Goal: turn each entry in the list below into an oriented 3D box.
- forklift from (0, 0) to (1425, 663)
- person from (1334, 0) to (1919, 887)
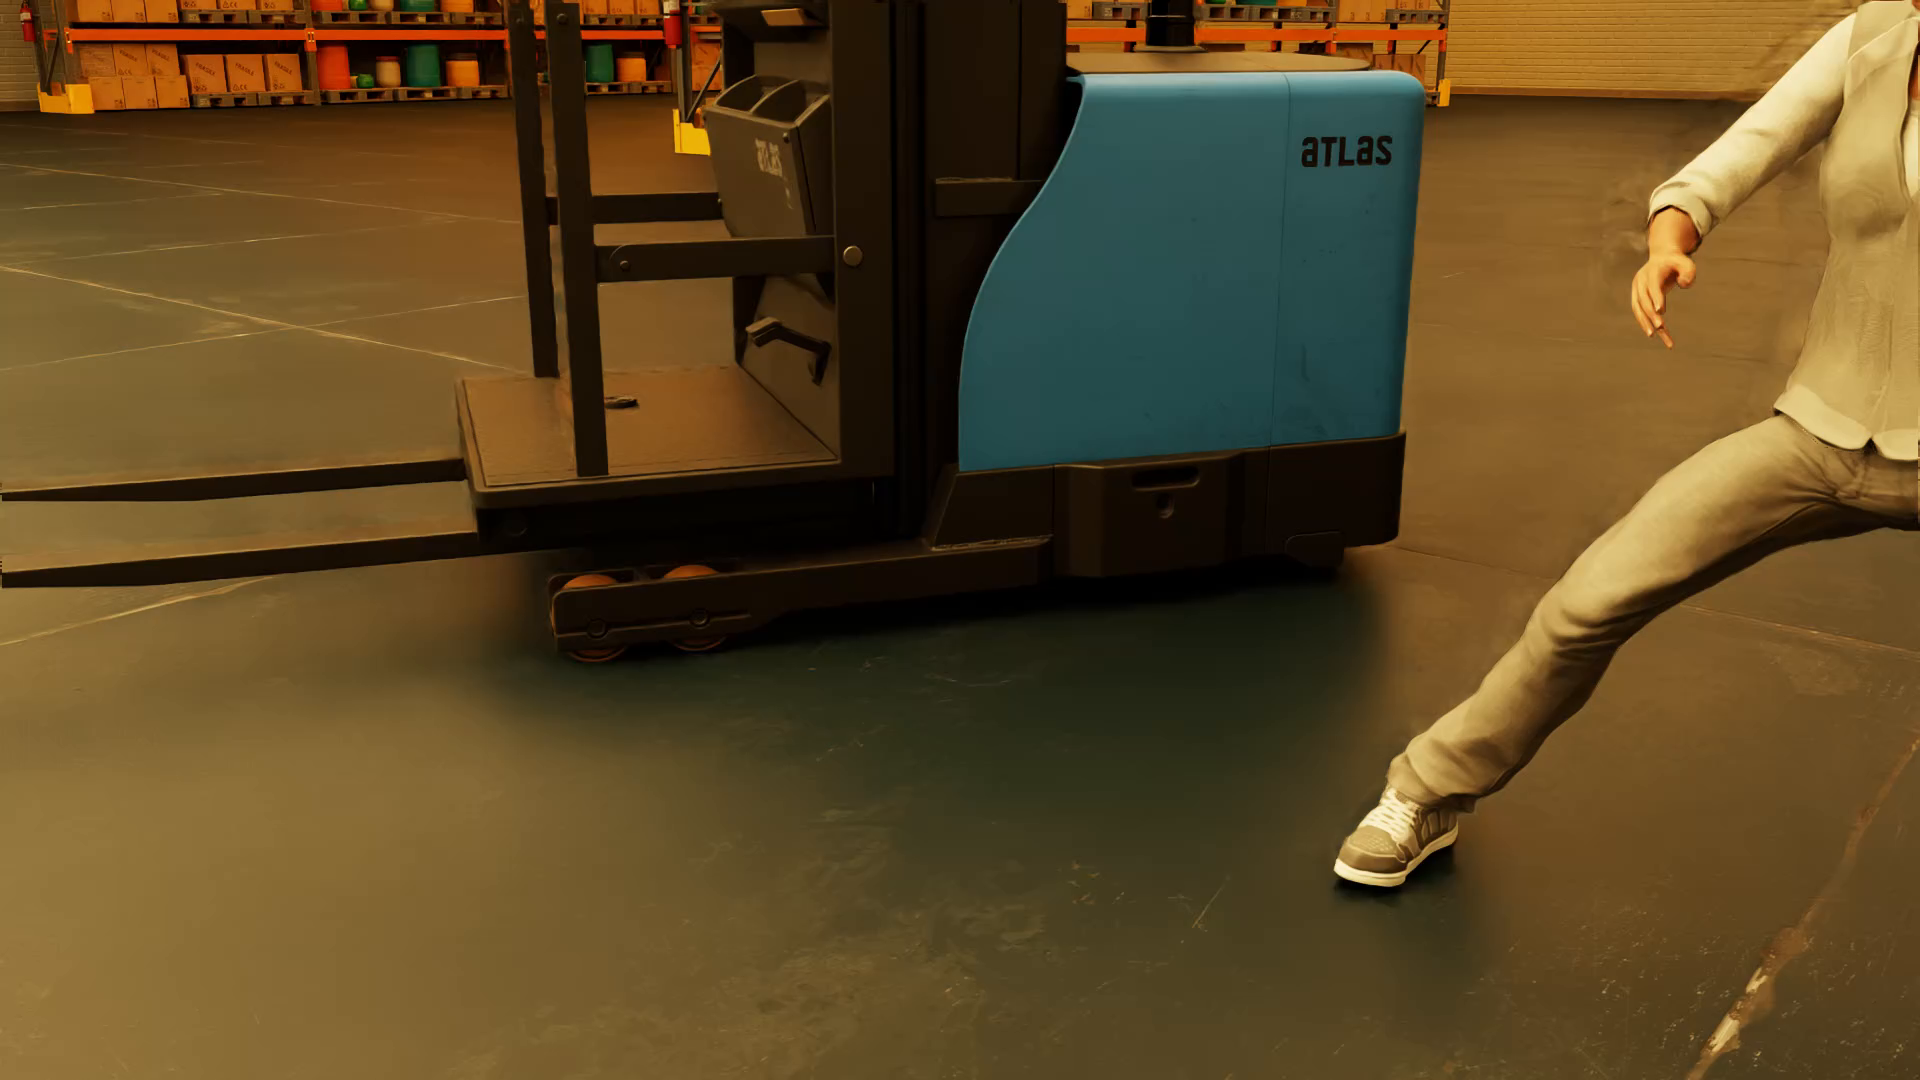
[{"bbox_3d":[-0.589,-1.340,3.310,3.031,2.935,1.130,-5,18,-17],"label":"forklift"},{"bbox_3d":[1.094,-0.109,1.933,0.656,1.379,1.138,-13,21,-36],"label":"person"}]
